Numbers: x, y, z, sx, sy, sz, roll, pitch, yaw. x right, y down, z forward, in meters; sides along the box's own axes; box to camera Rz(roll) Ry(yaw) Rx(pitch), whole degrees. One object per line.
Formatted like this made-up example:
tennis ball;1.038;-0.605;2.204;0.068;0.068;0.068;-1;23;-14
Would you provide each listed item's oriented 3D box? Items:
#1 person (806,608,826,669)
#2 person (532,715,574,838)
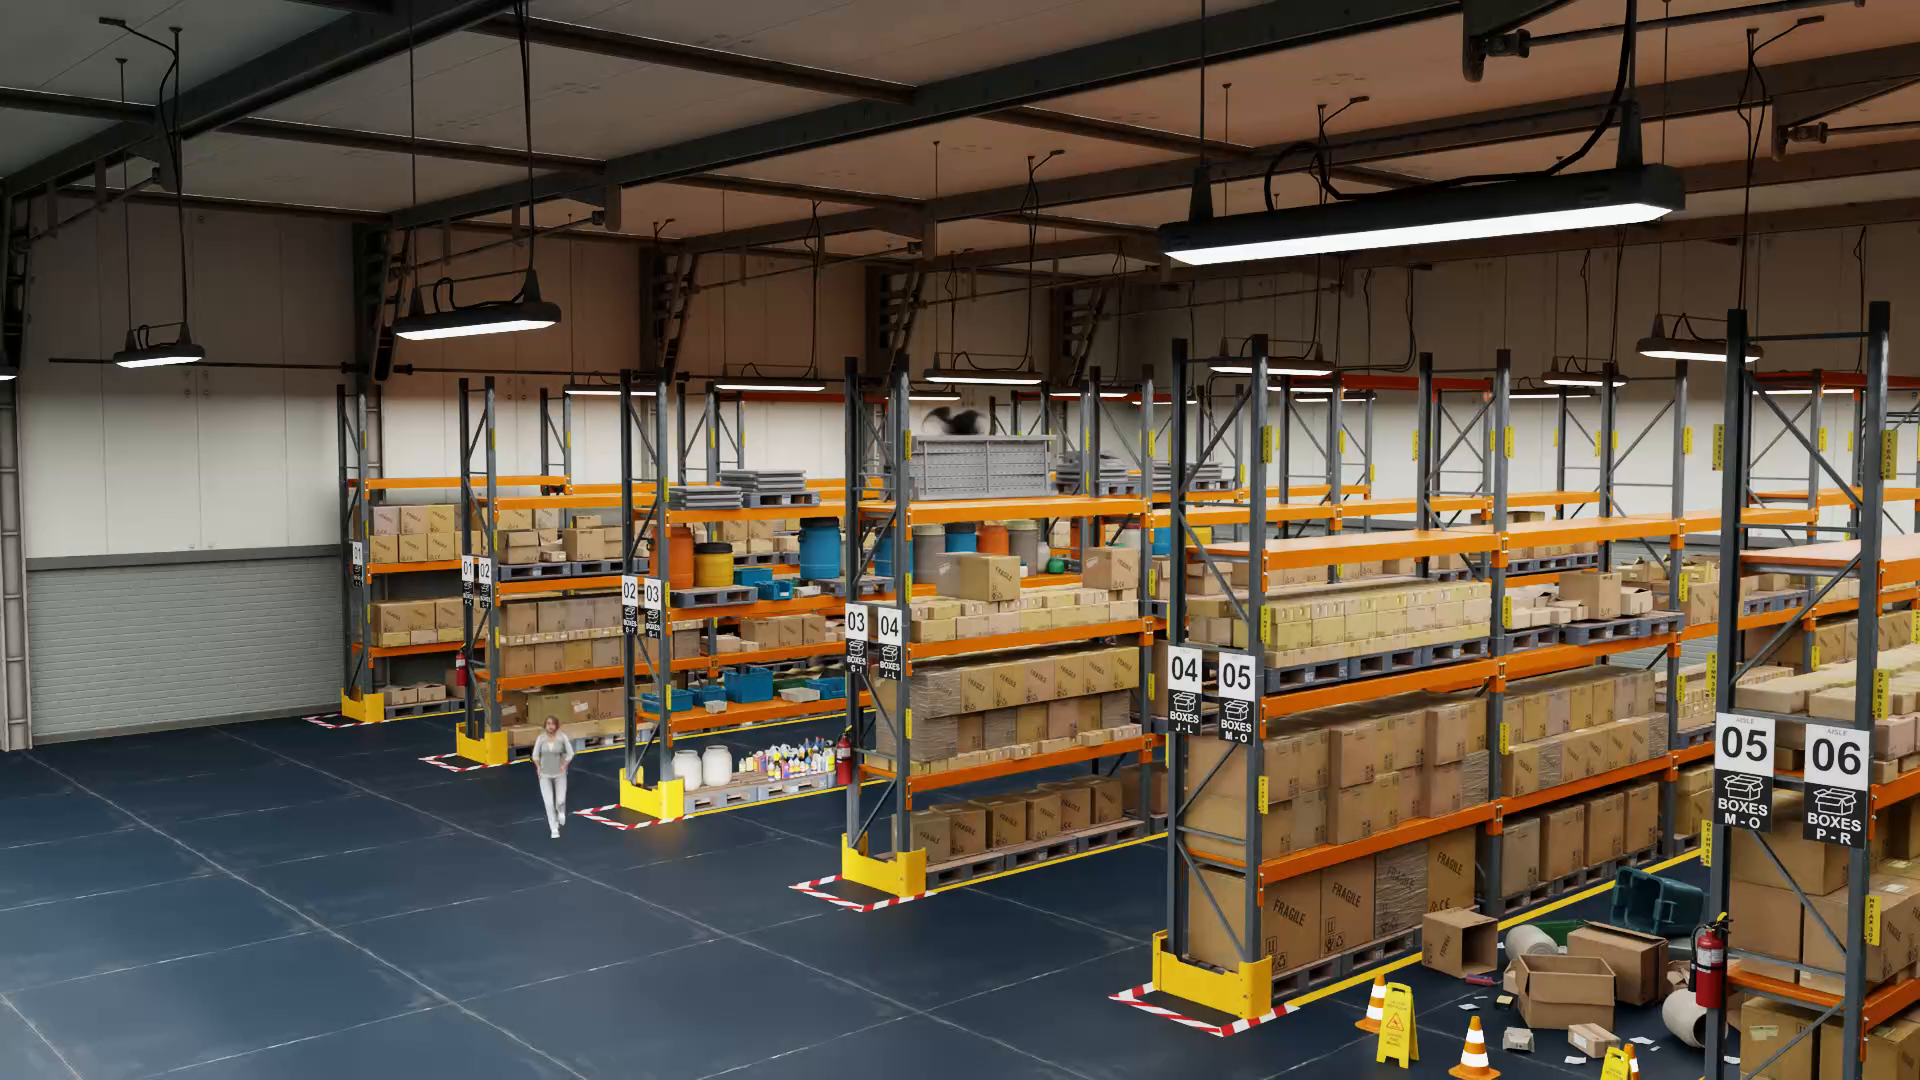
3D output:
person;-2.842;2.162;32.374;0.653;1.756;0.917;3;5;39
person;-5.189;2.997;21.184;0.520;1.554;0.533;-1;4;-9
